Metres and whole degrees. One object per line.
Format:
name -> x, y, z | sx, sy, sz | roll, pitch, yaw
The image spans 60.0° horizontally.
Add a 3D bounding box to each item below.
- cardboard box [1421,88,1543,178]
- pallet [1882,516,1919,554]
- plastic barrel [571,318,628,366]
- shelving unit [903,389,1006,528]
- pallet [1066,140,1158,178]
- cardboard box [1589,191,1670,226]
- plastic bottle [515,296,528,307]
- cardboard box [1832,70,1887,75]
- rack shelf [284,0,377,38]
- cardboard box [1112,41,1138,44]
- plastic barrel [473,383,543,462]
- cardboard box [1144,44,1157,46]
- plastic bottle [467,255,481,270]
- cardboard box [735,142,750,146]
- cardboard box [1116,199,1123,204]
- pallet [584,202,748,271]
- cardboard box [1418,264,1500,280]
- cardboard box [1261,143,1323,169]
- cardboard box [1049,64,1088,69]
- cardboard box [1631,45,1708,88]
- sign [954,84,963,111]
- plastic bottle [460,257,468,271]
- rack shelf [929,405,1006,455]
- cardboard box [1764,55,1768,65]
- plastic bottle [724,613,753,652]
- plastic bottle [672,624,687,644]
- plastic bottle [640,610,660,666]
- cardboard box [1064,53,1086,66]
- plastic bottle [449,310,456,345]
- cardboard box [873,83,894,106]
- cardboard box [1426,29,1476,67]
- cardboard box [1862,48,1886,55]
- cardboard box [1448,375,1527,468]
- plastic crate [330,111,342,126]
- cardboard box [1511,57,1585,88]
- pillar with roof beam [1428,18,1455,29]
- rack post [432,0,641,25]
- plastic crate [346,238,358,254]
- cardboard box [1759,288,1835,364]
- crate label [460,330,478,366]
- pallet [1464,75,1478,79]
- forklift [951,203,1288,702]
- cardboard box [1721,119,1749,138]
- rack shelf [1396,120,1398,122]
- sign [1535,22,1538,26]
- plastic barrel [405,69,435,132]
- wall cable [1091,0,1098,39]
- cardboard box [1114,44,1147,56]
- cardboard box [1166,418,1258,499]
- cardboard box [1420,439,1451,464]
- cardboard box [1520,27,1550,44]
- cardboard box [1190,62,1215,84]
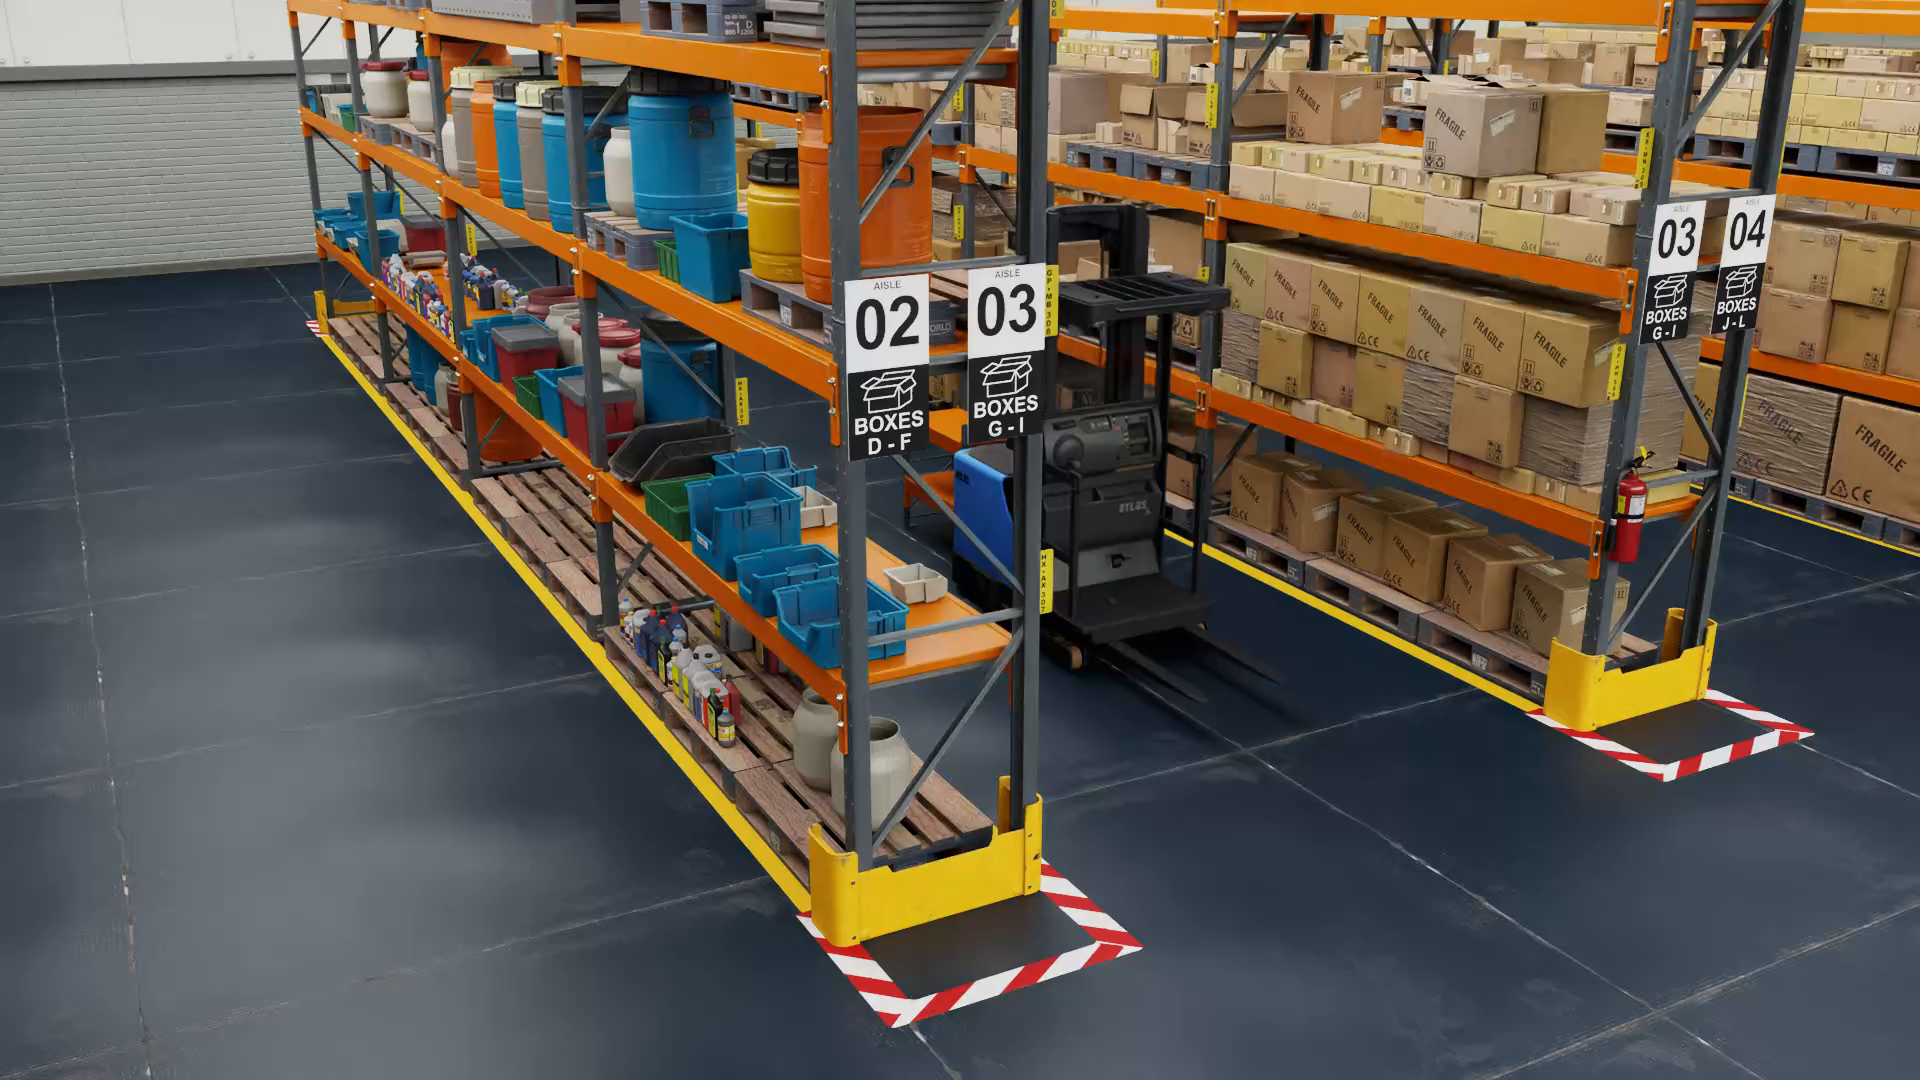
cardboard box -> 3.317, -2.597, 10.586 | 0.500, 0.500, 0.500 | -10, 21, -27
pallet -> 8.240, 0.012, 13.273 | 1.003, 0.211, 1.213 | -10, 21, -27
plastic barrel -> -2.798, -1.438, 12.992 | 0.433, 0.535, 0.433 | 0, 19, 0
shelving unit -> -0.003, -0.534, 13.454 | 0.538, 1.125, 1.048 | -10, 21, -27
pallet -> 1.682, -3.318, 14.337 | 1.213, 0.211, 1.003 | -10, 21, -27
cardboard box -> 3.869, -1.916, 9.606 | 0.380, 0.149, 0.250 | -10, 21, -27
plastic bottle -> -4.023, -2.127, 15.388 | 0.152, 0.276, 0.135 | -10, 21, -27
cardboard box -> 7.601, -3.887, 14.064 | 0.380, 0.149, 0.250 | -10, 21, -26
rack shelf -> -6.731, -5.908, 18.673 | 1.077, 0.370, 4.000 | -10, 21, -27
cardboard box -> 2.348, -6.884, 23.237 | 0.380, 0.149, 0.250 | -11, 22, -28
plastic barrel -> -4.129, -1.189, 15.162 | 0.600, 0.830, 0.708 | -10, 21, -27
cardboard box -> 2.713, -6.655, 22.572 | 0.380, 0.149, 0.250 | -11, 22, -28
plastic bottle -> -4.969, -2.737, 17.042 | 0.144, 0.351, 0.185 | -10, 21, -27
cardboard box -> -3.094, -5.044, 22.273 | 0.500, 0.500, 0.500 | -11, 22, -28
cardboard box -> 2.356, -4.604, 22.759 | 0.380, 0.149, 0.250 | -9, 21, -25
pallet -> -1.554, -1.867, 10.135 | 1.213, 0.211, 1.003 | -10, 21, -27
cardboard box -> 3.542, -1.641, 11.645 | 0.500, 0.500, 0.500 | -10, 21, -27
cardboard box -> 2.446, -2.826, 12.244 | 0.380, 0.149, 0.250 | -11, 22, -29
cardboard box -> 0.924, -4.249, 15.829 | 0.500, 0.500, 0.500 | -9, 21, -25
cardboard box -> 8.887, -5.931, 20.821 | 0.797, 0.503, 0.637 | -11, 22, -30
sign -> -0.015, -4.262, 15.872 | 0.100, 0.325, 0.005 | -10, 21, -27
plastic bottle -> -5.096, -2.715, 16.977 | 0.144, 0.351, 0.185 | -10, 21, -27
rack shelf -> -0.003, -0.810, 13.358 | 0.538, 0.278, 1.000 | -10, 21, -27
cardboard box -> 12.057, -7.130, 24.684 | 0.380, 0.149, 0.250 | -9, 21, -25
plastic bottle -> -1.450, 0.575, 10.869 | 0.152, 0.276, 0.135 | -10, 21, -27
plastic bottle -> -1.789, 0.670, 10.599 | 0.097, 0.271, 0.097 | 0, 19, 0
plastic bottle -> -1.964, 0.610, 10.652 | 0.144, 0.351, 0.185 | -9, 21, -25
cardboard box -> 1.791, -6.657, 23.191 | 0.500, 0.250, 0.500 | -11, 22, -29
plastic bottle -> -4.449, -1.874, 14.642 | 0.061, 0.283, 0.133 | -10, 21, -27
cardboard box -> -0.512, -4.894, 17.816 | 0.797, 0.503, 0.637 | -10, 22, -27
cardboard box -> 7.205, -7.242, 24.470 | 0.500, 0.500, 0.500 | -10, 21, -26
cardboard box -> 12.939, -6.840, 23.420 | 0.380, 0.149, 0.250 | -11, 22, -28
cardboard box -> 3.696, -0.824, 10.813 | 0.875, 0.500, 0.500 | -10, 21, -27
plastic crate -> -6.720, -4.626, 18.246 | 0.293, 0.136, 0.466 | -10, 21, -27
cardboard box -> 5.962, -4.641, 16.932 | 0.500, 0.500, 0.500 | -10, 21, -27
pillar with roof beam -> 5.490, -10.330, 29.773 | 9.100, 9.000, 0.400 | -10, 21, -27
rack post -> -2.993, -4.213, 11.738 | 1.013, 1.000, 3.121 | -10, 21, -27
plastic crate -> -6.873, -3.384, 19.152 | 0.293, 0.136, 0.466 | -10, 21, -27
cardboard box -> 7.409, -1.876, 14.240 | 0.875, 0.550, 0.550 | -10, 21, -27
crate label -> -4.012, -1.621, 13.986 | 0.303, 0.233, 0.416 | -10, 21, -27
pallet -> 7.778, -6.401, 23.278 | 0.805, 0.209, 1.217 | -11, 22, -29
forklift -> 1.061, -0.681, 11.113 | 1.130, 2.935, 3.031 | -10, 21, -26
cardboard box -> 6.788, -3.551, 14.312 | 0.380, 0.149, 0.250 | -10, 21, -26
rack shelf -> 3.940, -5.037, 20.135 | 1.077, 0.370, 4.000 | -10, 21, -27
sign -> 10.264, -9.164, 29.635 | 0.100, 0.325, 0.005 | -10, 21, -27
plastic barrel -> -4.856, -4.045, 15.305 | 0.433, 0.535, 0.433 | 0, 19, 0
wall cable -> 2.451, -10.903, 31.432 | 0.463, 3.000, 0.029 | -10, 21, -27
cardboard box -> 2.293, -6.584, 22.368 | 0.380, 0.149, 0.250 | -9, 21, -25
cardboard box -> 2.104, -0.704, 14.230 | 0.700, 0.500, 0.500 | -12, 22, -31
cardboard box -> 3.351, -0.637, 11.263 | 0.380, 0.149, 0.250 | -10, 21, -27
cardboard box -> 9.981, -8.656, 28.528 | 0.500, 0.250, 0.500 | -10, 21, -27
cardboard box -> 3.224, -5.823, 20.801 | 0.500, 0.311, 0.500 | -10, 22, -27
